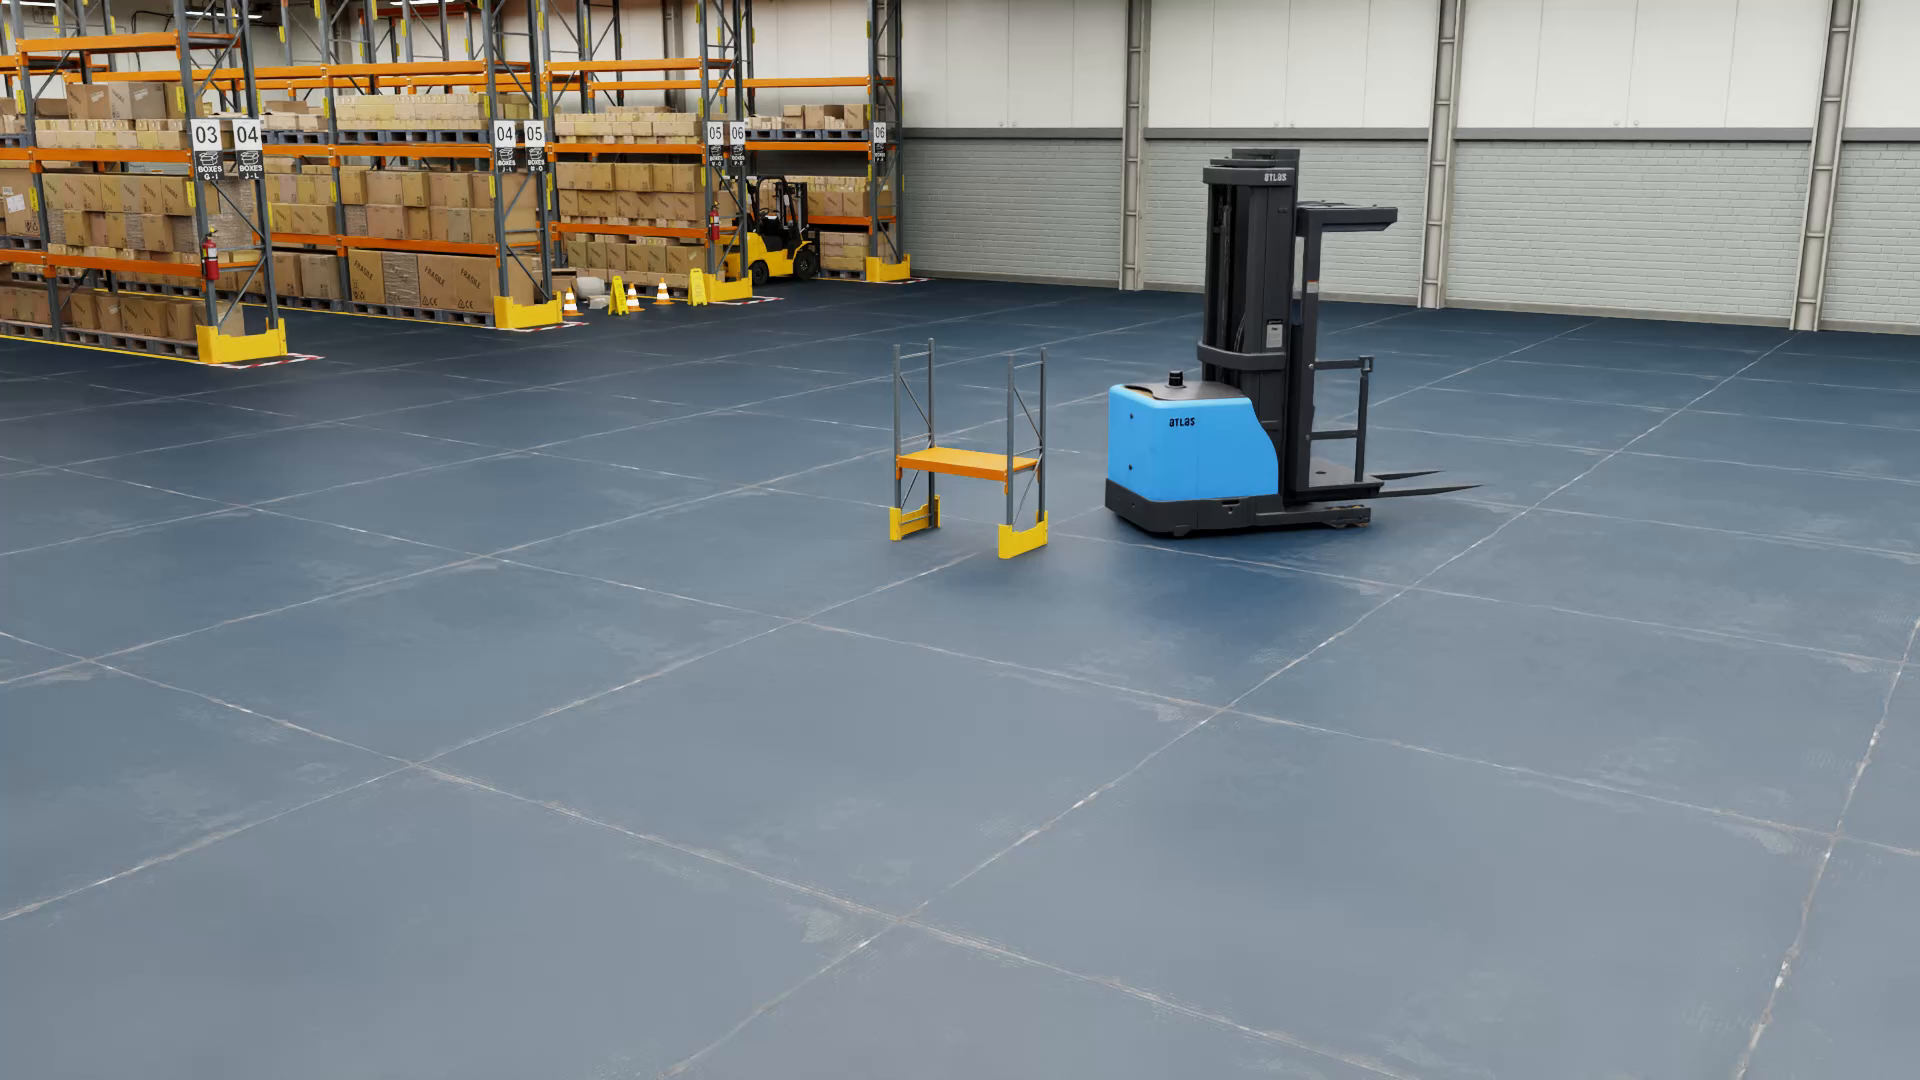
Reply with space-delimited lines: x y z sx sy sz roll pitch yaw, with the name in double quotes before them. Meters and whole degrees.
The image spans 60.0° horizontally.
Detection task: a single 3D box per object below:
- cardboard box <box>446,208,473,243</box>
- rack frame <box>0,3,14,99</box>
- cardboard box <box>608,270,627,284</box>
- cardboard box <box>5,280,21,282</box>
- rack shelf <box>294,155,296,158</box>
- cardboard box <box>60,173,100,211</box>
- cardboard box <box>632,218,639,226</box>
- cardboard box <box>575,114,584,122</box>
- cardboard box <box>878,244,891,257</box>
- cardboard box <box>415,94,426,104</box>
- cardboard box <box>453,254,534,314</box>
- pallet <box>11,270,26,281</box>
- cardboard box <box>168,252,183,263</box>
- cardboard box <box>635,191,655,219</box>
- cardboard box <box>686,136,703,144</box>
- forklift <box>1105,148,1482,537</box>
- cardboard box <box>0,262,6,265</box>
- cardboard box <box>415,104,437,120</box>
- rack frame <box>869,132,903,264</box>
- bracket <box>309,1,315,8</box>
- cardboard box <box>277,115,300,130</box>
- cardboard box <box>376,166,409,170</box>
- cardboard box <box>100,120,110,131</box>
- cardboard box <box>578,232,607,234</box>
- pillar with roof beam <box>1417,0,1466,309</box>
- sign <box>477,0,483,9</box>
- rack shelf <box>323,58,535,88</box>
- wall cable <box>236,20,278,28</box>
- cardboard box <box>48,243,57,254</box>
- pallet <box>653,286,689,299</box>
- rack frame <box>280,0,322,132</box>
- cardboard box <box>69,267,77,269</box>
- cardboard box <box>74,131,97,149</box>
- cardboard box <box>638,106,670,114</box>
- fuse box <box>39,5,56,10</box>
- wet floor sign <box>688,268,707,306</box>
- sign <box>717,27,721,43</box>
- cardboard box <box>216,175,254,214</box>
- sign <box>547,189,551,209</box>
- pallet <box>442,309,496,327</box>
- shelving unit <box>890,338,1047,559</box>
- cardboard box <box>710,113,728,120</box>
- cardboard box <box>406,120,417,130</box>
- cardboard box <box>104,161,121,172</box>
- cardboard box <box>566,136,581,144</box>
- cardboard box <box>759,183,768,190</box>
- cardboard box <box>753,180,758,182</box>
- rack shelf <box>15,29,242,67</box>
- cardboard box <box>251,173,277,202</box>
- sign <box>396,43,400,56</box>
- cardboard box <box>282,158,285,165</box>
"cardboard box" -7.772 -5.115 26.932 0.550 0.550 0.875 9 17 33
"rack frame" -20.247 -9.990 34.452 0.127 3.000 1.000 9 17 33
"cardboard box" -6.381 -5.065 31.891 0.500 0.250 0.500 9 16 32
"cardboard box" -15.426 -3.872 26.509 0.500 0.500 0.700 8 16 28
"rack shelf" -15.908 -8.917 37.857 4.000 0.370 1.077 9 17 33
"cardboard box" -12.494 -4.994 23.846 0.500 0.500 0.500 9 17 33
"cardboard box" -5.979 -6.027 31.451 0.250 0.149 0.380 9 17 33
"cardboard box" -7.085 -8.017 31.586 0.250 0.149 0.380 9 16 31
"cardboard box" -1.798 -6.139 35.189 0.500 0.250 0.500 10 17 34
"cardboard box" -8.494 -7.054 26.615 0.250 0.149 0.380 9 16 32
"cardboard box" -7.570 -4.182 27.024 0.875 0.875 0.875 9 17 33
"pallet" -19.529 -5.598 34.998 1.213 0.211 1.003 9 17 33
"cardboard box" -10.617 -3.889 22.813 0.250 0.149 0.380 9 17 33
"cardboard box" -5.722 -6.279 31.120 0.500 0.500 0.500 9 17 33
"cardboard box" -4.744 -7.259 30.185 0.250 0.149 0.380 9 17 33
"forklift" 2.766 -1.630 13.309 3.031 2.935 1.130 -4 15 -16
"cardboard box" -19.990 -5.764 34.923 0.250 0.149 0.380 10 17 34
"cardboard box" -8.363 -6.857 26.649 0.500 0.250 0.500 9 17 32
"rack frame" -1.524 -6.923 34.547 0.127 3.000 1.000 9 17 33
"bracket" -17.077 -14.254 44.187 0.430 0.232 0.235 9 17 33
"cardboard box" -11.437 -7.226 28.759 0.500 0.250 0.500 9 17 32
"cardboard box" -11.935 -7.624 35.089 0.500 0.500 0.500 10 17 34
"cardboard box" -11.708 -5.770 23.129 0.250 0.149 0.380 10 17 34
"cardboard box" -8.633 -7.000 39.187 0.500 0.500 0.500 10 17 34
"pillar with roof beam" 5.956 -7.640 24.961 0.400 9.000 9.100 9 17 33
"sign" -7.285 -8.230 25.233 0.005 0.325 0.100 9 17 33
"rack shelf" -8.630 -7.569 27.002 4.000 0.370 1.077 9 17 33
"wall cable" -18.769 -15.693 45.915 0.133 3.039 2.988 9 17 33
"cardboard box" -13.131 -4.282 24.403 0.250 0.149 0.380 9 17 33
"pallet" -5.009 -4.705 31.392 1.213 0.211 1.003 9 17 33
"rack frame" -14.249 -10.454 36.327 0.127 3.000 1.000 9 17 33
"cardboard box" -17.598 -5.518 33.313 0.250 0.149 0.380 8 16 30
"cardboard box" -12.063 -5.626 23.379 0.500 0.250 0.500 8 16 31
"cardboard box" -6.853 -9.470 37.306 0.500 0.500 0.500 10 17 34
"fuse box" -22.379 -13.241 40.927 0.176 0.334 0.513 9 17 33
"wet floor sign" -4.731 -4.551 29.865 0.267 0.644 0.232 -10 17 -35
"sign" -5.136 -10.753 35.428 0.005 0.325 0.100 9 17 33
"cardboard box" -10.126 -4.763 22.914 0.500 0.500 0.500 9 17 33
"sign" -6.655 -5.501 26.835 0.005 0.325 0.100 9 17 33
"pallet" -7.677 -3.670 27.210 1.213 0.211 1.003 9 17 33
"shelving unit" 0.063 -0.718 12.602 1.083 1.500 0.587 9 17 33
"cardboard box" -4.472 -7.742 30.478 0.250 0.149 0.380 9 17 32
"cardboard box" -8.700 -6.700 26.846 0.250 0.149 0.380 9 17 33
"cardboard box" -17.166 -7.329 33.279 0.500 0.500 0.500 10 17 34
"cardboard box" -7.304 -7.666 31.828 0.250 0.149 0.380 9 17 33
"cardboard box" -4.115 -7.616 35.788 0.250 0.149 0.380 10 17 34
"cardboard box" -4.260 -7.816 35.977 0.250 0.149 0.380 9 16 32
"rack shelf" -11.482 -6.786 23.014 4.000 0.370 1.077 9 17 33
"cardboard box" -12.394 -6.341 29.907 0.500 0.500 0.700 9 16 32
"sign" -14.474 -12.619 42.799 0.005 0.325 0.100 9 17 33
"cardboard box" -14.840 -8.426 36.979 0.250 0.149 0.380 10 17 34
